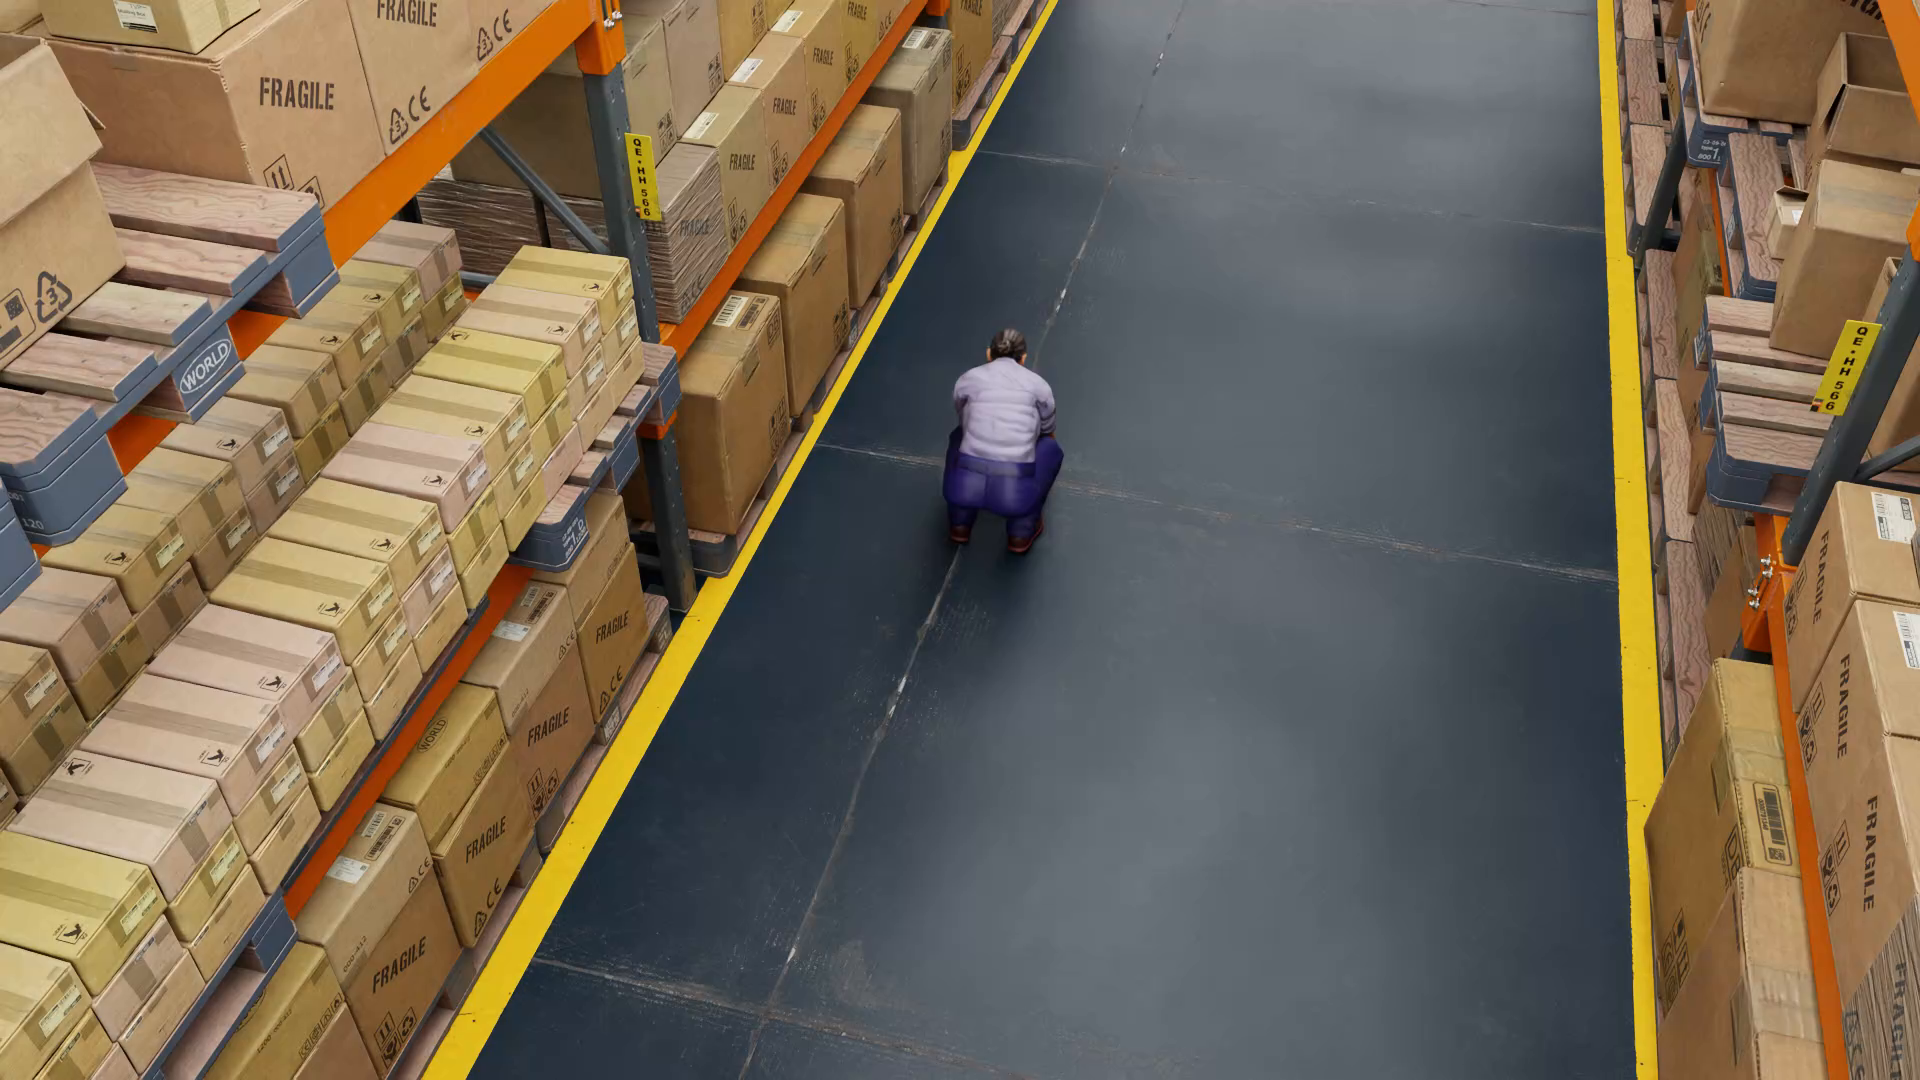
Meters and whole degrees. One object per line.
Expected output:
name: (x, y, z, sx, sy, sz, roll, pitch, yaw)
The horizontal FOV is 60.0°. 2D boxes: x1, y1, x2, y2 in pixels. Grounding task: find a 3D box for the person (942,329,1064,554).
person: (0.182, -0.404, 7.342, 0.529, 0.808, 0.837, 10, 42, 11)
